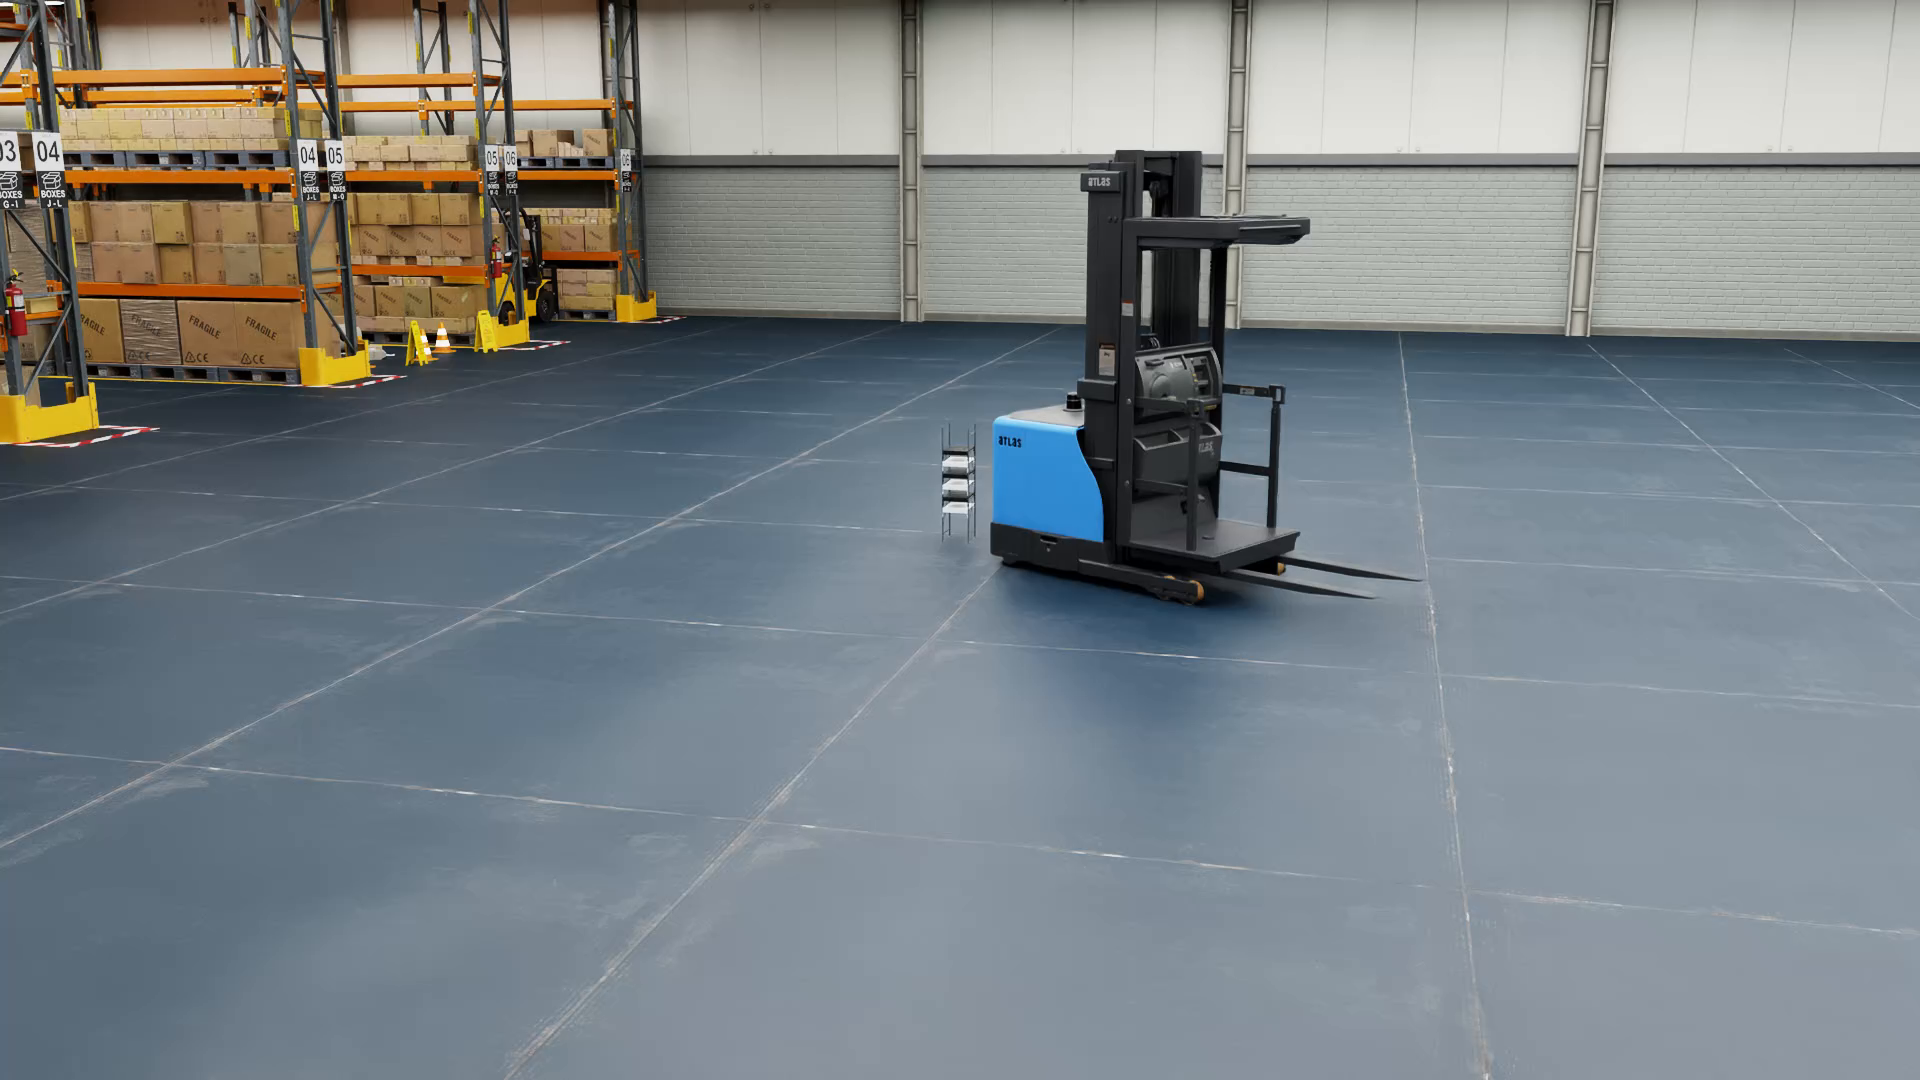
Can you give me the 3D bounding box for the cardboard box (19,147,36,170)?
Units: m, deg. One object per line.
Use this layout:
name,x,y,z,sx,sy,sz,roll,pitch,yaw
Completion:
cardboard box,-10.235,-4.079,17.788,0.500,0.250,0.500,3,13,15

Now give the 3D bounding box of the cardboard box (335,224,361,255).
cardboard box,-10.000,-4.962,27.432,0.500,0.500,0.500,3,13,13

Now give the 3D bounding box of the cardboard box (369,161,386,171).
cardboard box,-9.370,-6.064,26.969,0.250,0.149,0.380,3,13,13

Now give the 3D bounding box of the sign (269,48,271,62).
sign,-13.906,-9.730,33.467,0.005,0.325,0.100,3,13,14

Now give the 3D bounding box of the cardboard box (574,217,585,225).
cardboard box,-7.165,-6.094,31.722,0.250,0.149,0.380,3,13,15

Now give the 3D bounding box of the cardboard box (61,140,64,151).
cardboard box,-12.154,-5.359,22.590,0.250,0.149,0.380,3,13,13

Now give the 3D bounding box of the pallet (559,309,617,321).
pallet,-7.021,-4.406,32.278,1.213,0.211,1.003,3,13,14

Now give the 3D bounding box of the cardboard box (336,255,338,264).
cardboard box,-10.354,-4.664,27.583,0.250,0.149,0.380,3,13,15

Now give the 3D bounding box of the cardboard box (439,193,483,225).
cardboard box,-8.003,-5.355,26.893,0.500,0.500,0.700,3,13,12

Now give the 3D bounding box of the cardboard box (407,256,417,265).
cardboard box,-8.857,-4.601,27.302,0.250,0.149,0.380,3,13,14

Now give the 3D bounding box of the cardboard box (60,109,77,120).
cardboard box,-11.906,-5.735,22.445,0.250,0.149,0.380,3,13,13

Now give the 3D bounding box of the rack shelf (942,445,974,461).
rack shelf,-0.008,-0.671,12.761,0.200,0.077,0.258,3,13,14

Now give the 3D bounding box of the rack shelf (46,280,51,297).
rack shelf,-14.368,-3.606,23.897,4.000,0.370,1.077,3,13,14

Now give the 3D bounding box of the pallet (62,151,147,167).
pallet,-11.634,-5.230,22.835,1.213,0.211,1.003,3,13,14

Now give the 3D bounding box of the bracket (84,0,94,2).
bracket,-18.062,-11.174,34.188,0.430,0.232,0.235,3,13,14

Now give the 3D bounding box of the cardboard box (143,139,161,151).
cardboard box,-10.677,-5.280,22.235,0.250,0.149,0.380,3,13,14

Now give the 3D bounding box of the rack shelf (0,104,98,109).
rack shelf,-19.861,-9.039,34.540,4.000,0.370,1.077,3,13,14

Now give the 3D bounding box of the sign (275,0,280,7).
sign,-8.686,-6.956,21.146,0.005,0.325,0.100,3,13,14

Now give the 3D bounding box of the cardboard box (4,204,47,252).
cardboard box,-10.298,-3.376,17.974,0.500,0.500,0.500,3,13,14

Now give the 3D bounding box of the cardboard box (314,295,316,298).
cardboard box,-10.830,-4.041,27.844,0.500,0.500,0.500,4,13,16

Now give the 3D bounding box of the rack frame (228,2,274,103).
rack frame,-14.036,-9.080,33.058,0.127,3.000,1.000,3,13,14

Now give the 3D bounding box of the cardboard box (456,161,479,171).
cardboard box,-7.868,-5.994,26.652,0.250,0.149,0.380,3,13,14

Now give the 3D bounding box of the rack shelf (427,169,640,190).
rack shelf,-8.211,-6.953,32.058,4.000,0.370,1.077,3,13,14

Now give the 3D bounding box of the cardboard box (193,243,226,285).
cardboard box,-9.966,-3.808,22.802,0.550,0.550,0.875,3,13,14

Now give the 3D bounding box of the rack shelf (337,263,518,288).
rack shelf,-9.396,-4.445,27.677,4.000,0.370,1.077,3,13,14

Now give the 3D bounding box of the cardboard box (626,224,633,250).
cardboard box,-6.683,-5.869,32.205,0.500,0.500,0.500,3,13,15

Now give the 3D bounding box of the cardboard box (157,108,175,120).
cardboard box,-10.432,-5.656,22.090,0.250,0.149,0.380,3,13,14

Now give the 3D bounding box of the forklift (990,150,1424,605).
forklift,1.653,-1.128,11.227,3.031,2.935,1.130,11,17,41

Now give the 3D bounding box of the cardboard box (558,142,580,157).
cardboard box,-7.392,-7.381,31.436,0.258,0.266,0.396,3,13,14

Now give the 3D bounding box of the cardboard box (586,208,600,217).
cardboard box,-6.914,-6.227,31.636,0.250,0.149,0.380,3,13,14

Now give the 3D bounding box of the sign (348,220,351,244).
sign,-8.404,-4.224,22.838,0.005,0.325,0.100,3,13,14

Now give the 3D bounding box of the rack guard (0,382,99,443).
rack guard,-9.903,-1.392,18.027,0.348,0.500,1.175,3,13,14

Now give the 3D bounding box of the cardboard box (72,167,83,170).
cardboard box,-14.956,-6.397,28.470,0.250,0.149,0.380,3,13,14

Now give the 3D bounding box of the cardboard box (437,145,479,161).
cardboard box,-8.016,-6.198,26.655,0.500,0.250,0.500,3,13,13

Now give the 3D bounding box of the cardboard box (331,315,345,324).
cardboard box,-10.309,-3.650,27.811,0.500,0.250,0.500,4,13,17

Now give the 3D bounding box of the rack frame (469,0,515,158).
rack frame,-7.455,-7.621,26.482,0.127,3.000,1.000,3,13,14

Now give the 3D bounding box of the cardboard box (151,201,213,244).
cardboard box,-10.506,-4.341,22.708,0.500,0.550,0.875,3,13,14

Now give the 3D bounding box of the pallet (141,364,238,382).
pallet,-10.518,-2.373,23.118,1.213,0.211,1.003,3,13,14

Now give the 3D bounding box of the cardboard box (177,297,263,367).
cardboard box,-10.071,-2.880,22.901,0.875,0.875,0.875,3,13,13

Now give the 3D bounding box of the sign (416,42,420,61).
sign,-10.271,-9.252,31.496,0.005,0.325,0.100,3,13,14

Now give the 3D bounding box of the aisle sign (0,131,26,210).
aisle sign,-9.841,-3.811,17.158,0.004,0.787,0.394,3,13,14

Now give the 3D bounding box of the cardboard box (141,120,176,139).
cardboard box,-10.547,-5.481,22.223,0.500,0.250,0.500,3,13,14

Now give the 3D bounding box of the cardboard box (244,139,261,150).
cardboard box,-9.191,-5.201,21.878,0.250,0.149,0.380,3,13,14

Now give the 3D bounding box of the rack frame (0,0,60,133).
rack frame,-9.829,-5.537,17.089,0.127,3.000,1.000,3,13,14

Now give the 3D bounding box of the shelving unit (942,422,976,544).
shelving unit,-0.008,-0.440,12.812,0.210,0.900,0.258,3,13,14

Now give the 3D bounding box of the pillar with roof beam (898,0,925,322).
pillar with roof beam,-1.935,-7.674,26.721,0.400,9.000,9.100,3,13,14

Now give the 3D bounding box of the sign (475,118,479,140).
sign,-7.607,-6.473,26.189,0.005,0.325,0.100,3,13,14

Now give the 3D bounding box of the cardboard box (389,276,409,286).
cardboard box,-9.166,-4.257,27.320,0.250,0.149,0.380,4,13,16

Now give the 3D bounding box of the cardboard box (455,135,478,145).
cardboard box,-7.854,-6.379,26.547,0.250,0.149,0.380,3,13,14

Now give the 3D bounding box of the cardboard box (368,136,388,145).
cardboard box,-9.351,-6.451,26.874,0.250,0.149,0.380,3,13,15

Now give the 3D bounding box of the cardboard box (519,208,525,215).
cardboard box,-8.398,-6.316,32.036,0.250,0.149,0.380,3,13,14

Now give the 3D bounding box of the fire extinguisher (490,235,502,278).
fire extinguisher,-7.454,-4.552,26.676,0.183,0.674,0.296,3,13,14

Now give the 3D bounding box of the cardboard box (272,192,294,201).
cardboard box,-10.963,-5.513,27.607,0.500,0.500,0.700,3,13,13

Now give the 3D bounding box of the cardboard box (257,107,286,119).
cardboard box,-8.951,-5.577,21.733,0.250,0.149,0.380,3,13,14

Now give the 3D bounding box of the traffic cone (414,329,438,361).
traffic cone,-8.117,-2.954,25.152,0.334,0.463,0.336,3,13,14
